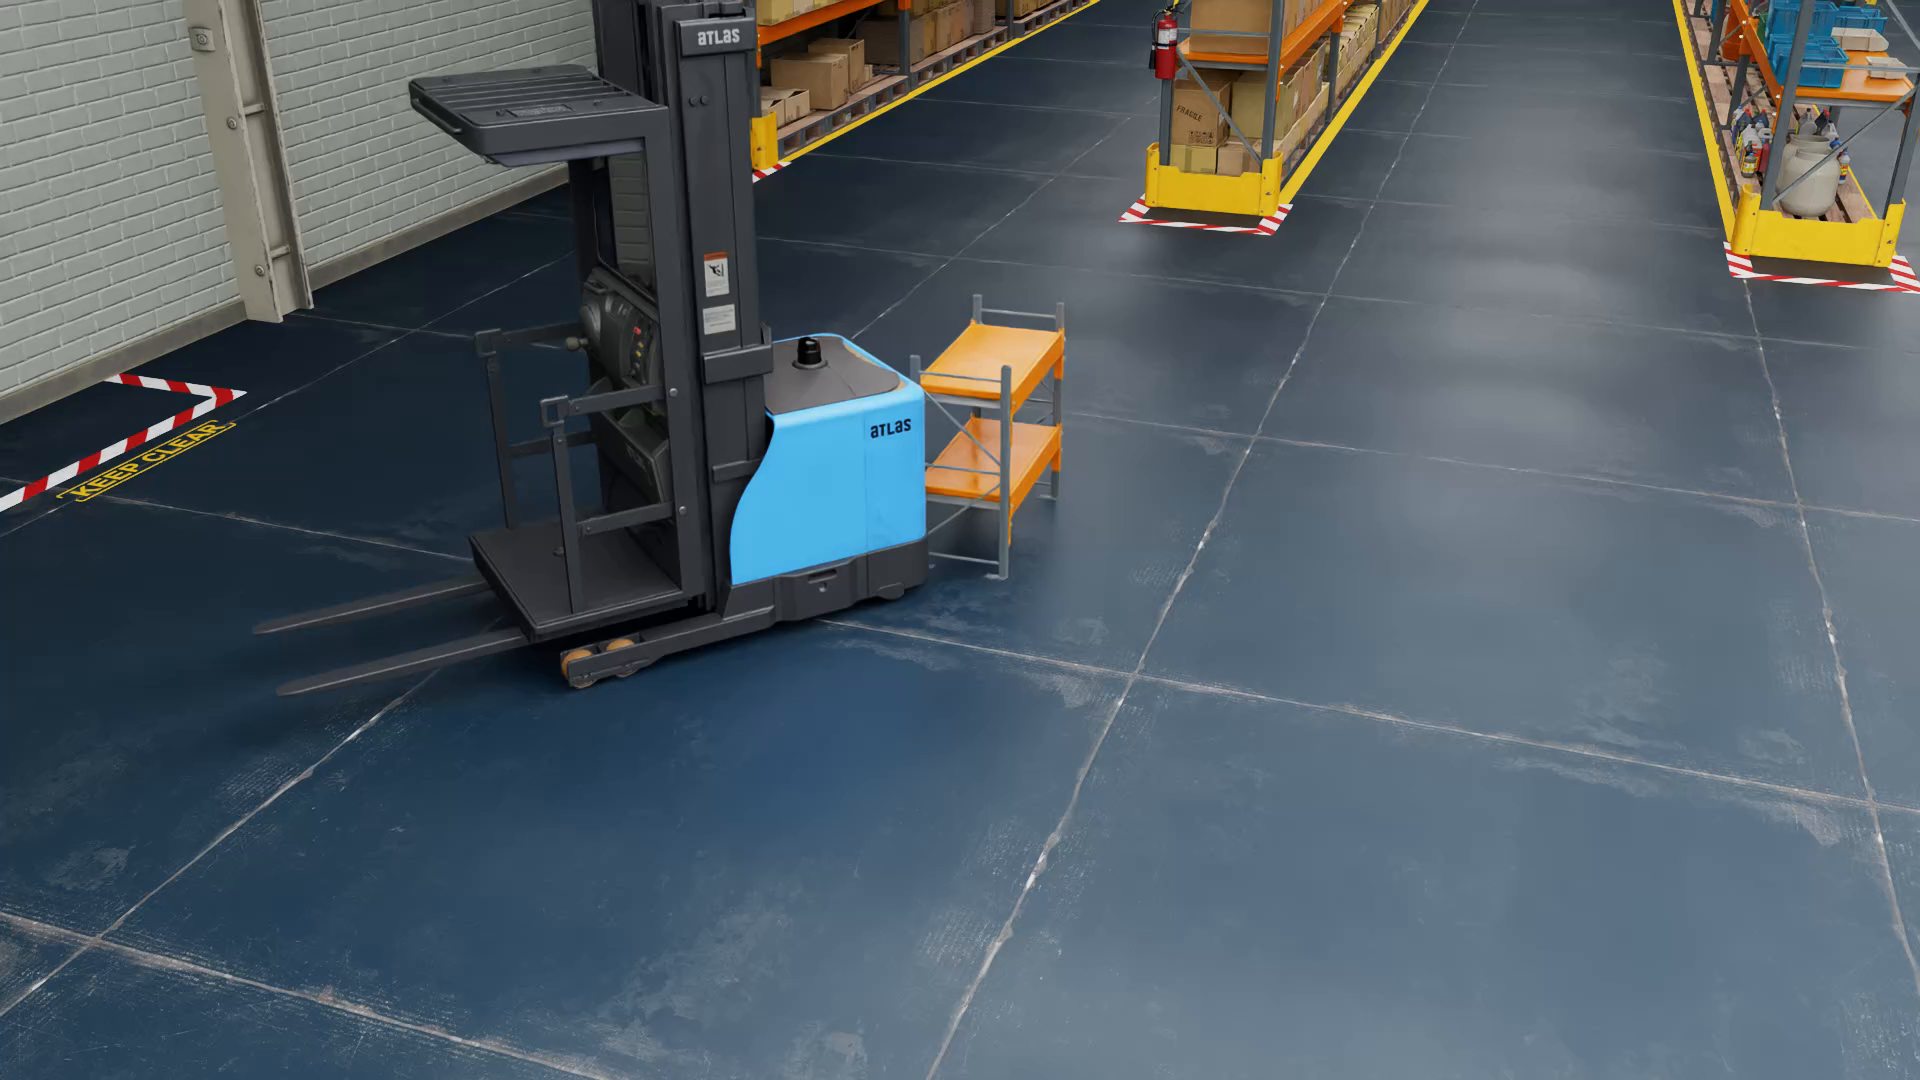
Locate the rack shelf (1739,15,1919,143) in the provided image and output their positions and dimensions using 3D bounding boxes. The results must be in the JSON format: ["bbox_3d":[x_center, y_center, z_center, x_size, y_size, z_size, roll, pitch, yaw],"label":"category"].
[{"bbox_3d":[7.597,-4.131,14.666,1.077,0.370,4.000,9,27,17],"label":"rack shelf"}]

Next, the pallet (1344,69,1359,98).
[{"bbox_3d":[4.206,-5.553,19.978,1.003,0.211,1.213,9,27,17],"label":"pallet"}]

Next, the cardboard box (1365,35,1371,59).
[{"bbox_3d":[4.811,-6.128,20.639,0.500,0.250,0.500,8,27,17],"label":"cardboard box"}]

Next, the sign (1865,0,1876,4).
[{"bbox_3d":[8.778,-5.317,15.973,0.100,0.325,0.005,9,27,17],"label":"sign"}]

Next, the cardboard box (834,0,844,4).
[{"bbox_3d":[-1.444,-5.797,17.431,0.500,0.250,0.500,9,27,18],"label":"cardboard box"}]

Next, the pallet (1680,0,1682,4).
[{"bbox_3d":[11.945,-8.620,26.312,1.003,0.211,1.213,9,27,17],"label":"pallet"}]

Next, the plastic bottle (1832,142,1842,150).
[{"bbox_3d":[7.976,-3.485,15.132,0.097,0.271,0.097,0,26,0],"label":"plastic bottle"}]

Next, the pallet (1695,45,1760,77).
[{"bbox_3d":[9.817,-5.996,20.892,1.003,0.211,1.213,9,27,17],"label":"pallet"}]

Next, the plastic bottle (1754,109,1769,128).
[{"bbox_3d":[7.739,-3.990,16.085,0.144,0.351,0.185,9,27,17],"label":"plastic bottle"}]

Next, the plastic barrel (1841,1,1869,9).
[{"bbox_3d":[8.677,-5.618,16.335,0.600,0.901,0.708,9,27,17],"label":"plastic barrel"}]

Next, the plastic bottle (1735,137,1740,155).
[{"bbox_3d":[7.424,-3.754,15.767,0.097,0.201,0.097,0,26,0],"label":"plastic bottle"}]

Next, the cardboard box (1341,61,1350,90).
[{"bbox_3d":[4.132,-5.288,18.903,0.500,0.250,0.500,9,27,19],"label":"cardboard box"}]

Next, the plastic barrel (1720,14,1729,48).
[{"bbox_3d":[9.844,-6.439,20.979,0.421,0.512,0.421,0,26,0],"label":"plastic barrel"}]

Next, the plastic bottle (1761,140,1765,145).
[{"bbox_3d":[7.465,-3.616,15.482,0.097,0.201,0.097,0,26,0],"label":"plastic bottle"}]

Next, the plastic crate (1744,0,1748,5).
[{"bbox_3d":[8.337,-5.768,17.240,0.392,0.384,0.575,9,27,17],"label":"plastic crate"}]

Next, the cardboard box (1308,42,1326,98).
[{"bbox_3d":[3.467,-4.860,17.158,0.500,0.500,0.500,9,27,17],"label":"cardboard box"}]

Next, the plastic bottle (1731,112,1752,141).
[{"bbox_3d":[7.662,-4.045,16.283,0.152,0.276,0.135,10,27,19],"label":"plastic bottle"}]

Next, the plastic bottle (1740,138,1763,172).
[{"bbox_3d":[7.239,-3.523,15.206,0.152,0.276,0.135,9,27,18],"label":"plastic bottle"}]

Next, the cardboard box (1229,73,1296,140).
[{"bbox_3d":[2.815,-4.036,15.457,0.500,0.500,0.500,9,27,17],"label":"cardboard box"}]

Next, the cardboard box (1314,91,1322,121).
[{"bbox_3d":[3.469,-4.522,17.321,0.500,0.250,0.500,9,27,17],"label":"cardboard box"}]

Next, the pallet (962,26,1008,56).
[{"bbox_3d":[-0.010,-6.782,22.514,1.003,0.211,1.213,9,27,17],"label":"pallet"}]

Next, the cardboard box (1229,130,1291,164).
[{"bbox_3d":[2.813,-3.699,15.621,0.500,0.250,0.500,9,27,17],"label":"cardboard box"}]

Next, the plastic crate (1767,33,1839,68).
[{"bbox_3d":[7.038,-4.082,13.908,0.499,0.251,0.408,9,27,17],"label":"plastic crate"}]

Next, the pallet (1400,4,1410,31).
[{"bbox_3d":[6.020,-7.690,24.390,1.003,0.211,1.213,9,27,17],"label":"pallet"}]

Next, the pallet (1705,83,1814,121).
[{"bbox_3d":[8.892,-4.853,18.532,1.003,0.211,1.213,9,27,17],"label":"pallet"}]

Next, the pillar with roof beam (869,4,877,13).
[{"bbox_3d":[3.063,-10.025,19.128,9.100,9.000,0.400,9,27,17],"label":"pillar with roof beam"}]

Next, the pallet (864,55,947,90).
[{"bbox_3d":[-0.822,-5.779,20.443,1.003,0.211,1.213,9,27,17],"label":"pallet"}]

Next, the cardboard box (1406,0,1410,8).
[{"bbox_3d":[6.361,-8.113,24.428,0.500,0.500,0.500,9,27,17],"label":"cardboard box"}]

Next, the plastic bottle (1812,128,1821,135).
[{"bbox_3d":[8.044,-3.739,15.642,0.061,0.283,0.133,9,27,17],"label":"plastic bottle"}]

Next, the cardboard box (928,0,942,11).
[{"bbox_3d":[-0.537,-6.825,20.907,0.500,0.250,0.500,8,27,16],"label":"cardboard box"}]

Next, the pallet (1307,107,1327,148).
[{"bbox_3d":[3.289,-4.421,17.639,1.003,0.211,1.213,9,27,17],"label":"pallet"}]

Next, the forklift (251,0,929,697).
[{"bbox_3d":[-1.687,-0.925,7.298,3.031,2.935,1.130,-14,29,-27],"label":"forklift"}]

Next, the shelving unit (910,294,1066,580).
[{"bbox_3d":[0.156,-0.557,8.609,0.538,1.125,1.048,8,27,16],"label":"shelving unit"}]

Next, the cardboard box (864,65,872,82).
[{"bbox_3d":[-1.229,-5.412,19.233,0.380,0.166,0.250,5,26,11],"label":"cardboard box"}]

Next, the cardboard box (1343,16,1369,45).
[{"bbox_3d":[4.645,-6.172,20.085,0.500,0.311,0.500,9,27,17],"label":"cardboard box"}]

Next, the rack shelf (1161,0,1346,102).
[{"bbox_3d":[2.928,-4.851,16.153,1.077,0.370,4.000,9,27,17],"label":"rack shelf"}]

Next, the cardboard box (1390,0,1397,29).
[{"bbox_3d":[5.686,-7.281,22.709,0.500,0.500,0.500,8,27,17],"label":"cardboard box"}]

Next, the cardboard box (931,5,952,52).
[{"bbox_3d":[-0.518,-6.515,21.128,0.700,0.500,0.500,9,27,18],"label":"cardboard box"}]

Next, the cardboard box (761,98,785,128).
[{"bbox_3d":[-2.096,-4.329,16.830,0.500,0.311,0.500,6,26,12],"label":"cardboard box"}]

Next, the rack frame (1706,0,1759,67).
[{"bbox_3d":[9.594,-6.921,19.602,1.000,3.000,0.127,9,27,17],"label":"rack frame"}]

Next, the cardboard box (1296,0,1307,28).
[{"bbox_3d":[2.942,-5.225,15.984,0.700,0.500,0.500,10,27,19],"label":"cardboard box"}]

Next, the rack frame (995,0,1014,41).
[{"bbox_3d":[0.252,-8.358,22.570,1.000,3.000,0.127,9,27,17],"label":"rack frame"}]

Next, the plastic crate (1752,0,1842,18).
[{"bbox_3d":[7.969,-5.053,15.814,0.767,0.338,0.504,9,27,17],"label":"plastic crate"}]

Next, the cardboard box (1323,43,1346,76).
[{"bbox_3d":[3.965,-5.335,18.356,0.500,0.311,0.500,9,27,18],"label":"cardboard box"}]

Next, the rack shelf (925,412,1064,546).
[{"bbox_3d":[0.156,-0.337,8.716,0.538,0.278,1.000,8,27,16],"label":"rack shelf"}]
